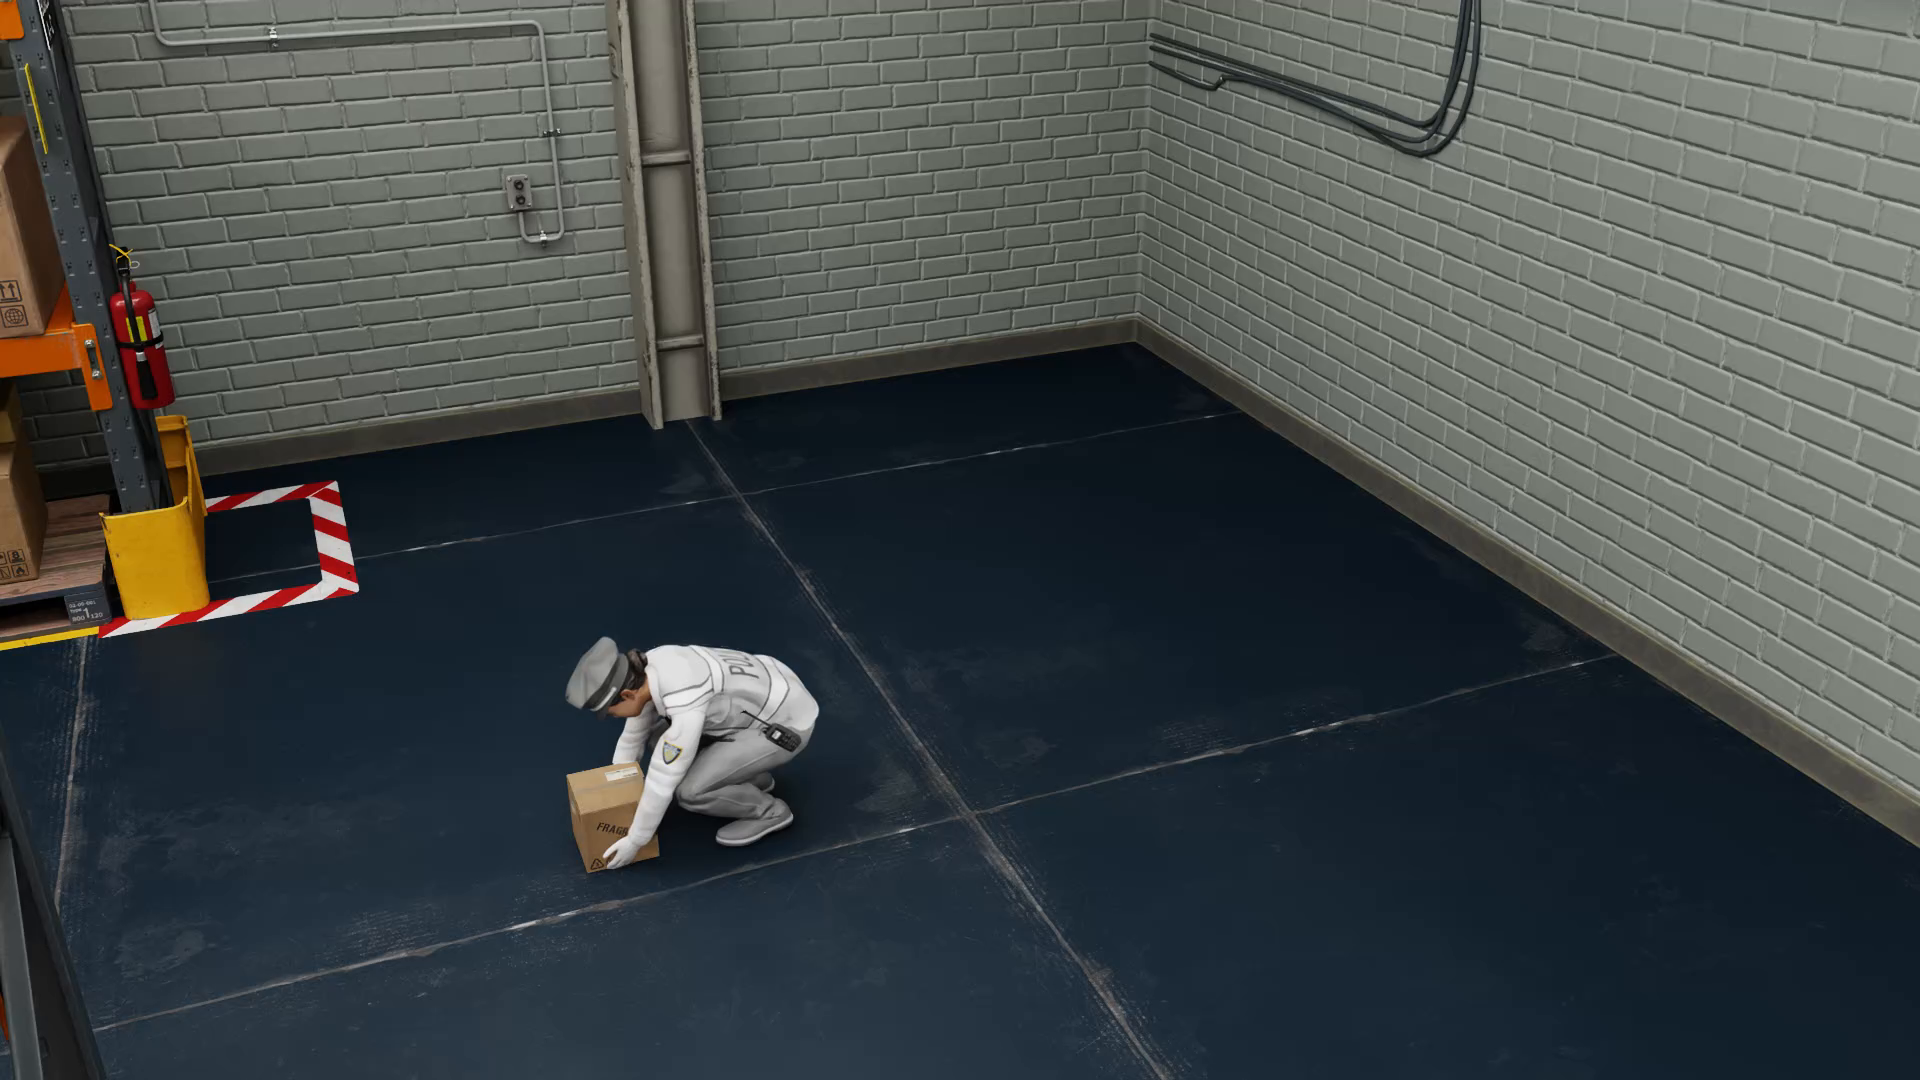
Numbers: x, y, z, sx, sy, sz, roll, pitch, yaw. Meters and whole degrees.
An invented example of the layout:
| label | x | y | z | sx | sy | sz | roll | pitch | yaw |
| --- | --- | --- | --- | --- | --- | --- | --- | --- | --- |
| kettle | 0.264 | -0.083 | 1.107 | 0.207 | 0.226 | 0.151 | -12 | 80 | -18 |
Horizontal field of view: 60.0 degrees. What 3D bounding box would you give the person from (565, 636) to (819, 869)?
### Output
| label | x | y | z | sx | sy | sz | roll | pitch | yaw |
| --- | --- | --- | --- | --- | --- | --- | --- | --- | --- |
| person | -0.916 | 0.655 | 5.748 | 0.863 | 0.851 | 0.478 | -11 | 28 | -20 |
